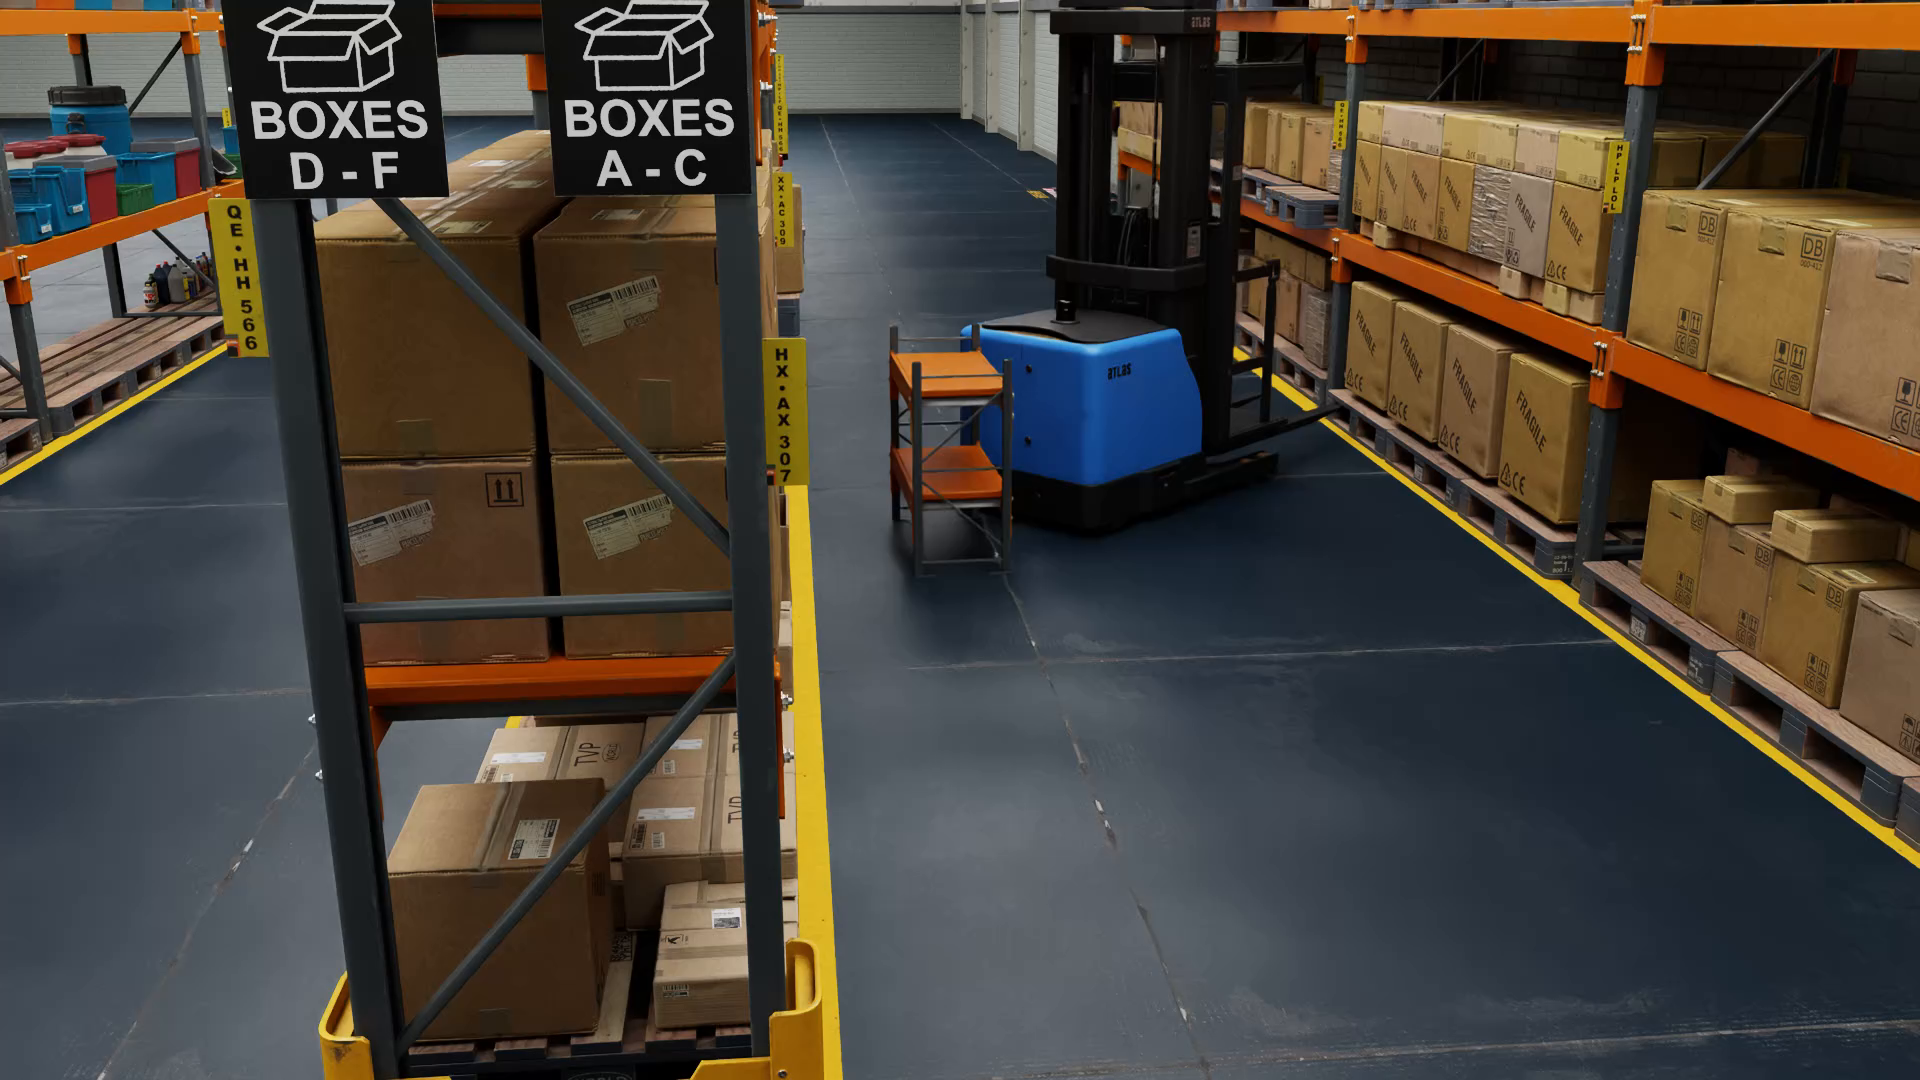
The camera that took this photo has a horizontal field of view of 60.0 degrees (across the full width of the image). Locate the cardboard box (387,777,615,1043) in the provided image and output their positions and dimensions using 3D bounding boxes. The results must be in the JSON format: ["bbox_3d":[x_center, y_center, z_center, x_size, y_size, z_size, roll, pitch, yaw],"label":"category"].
[{"bbox_3d":[-1.221,0.983,4.476,0.500,0.500,0.500,-2,18,-6],"label":"cardboard box"}]

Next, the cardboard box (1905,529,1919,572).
[{"bbox_3d":[3.889,0.056,6.380,0.380,0.149,0.250,-2,18,-7],"label":"cardboard box"}]

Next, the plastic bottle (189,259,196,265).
[{"bbox_3d":[-7.553,-2.626,16.355,0.097,0.271,0.097,0,17,0],"label":"plastic bottle"}]

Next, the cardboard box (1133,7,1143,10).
[{"bbox_3d":[2.163,-5.986,18.028,0.500,0.500,0.500,-1,17,-2],"label":"cardboard box"}]

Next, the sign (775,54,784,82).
[{"bbox_3d":[-2.029,-5.290,18.691,0.100,0.325,0.005,-2,18,-6],"label":"sign"}]

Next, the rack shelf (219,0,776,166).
[{"bbox_3d":[-1.126,-1.529,5.232,1.077,0.370,4.000,-2,18,-6],"label":"rack shelf"}]

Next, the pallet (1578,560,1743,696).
[{"bbox_3d":[3.595,0.368,7.651,1.003,0.211,1.213,-2,18,-6],"label":"pallet"}]

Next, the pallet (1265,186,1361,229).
[{"bbox_3d":[3.003,-2.500,12.453,1.213,0.211,1.003,-2,18,-6],"label":"pallet"}]

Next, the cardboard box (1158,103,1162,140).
[{"bbox_3d":[2.315,-4.300,16.832,0.500,0.500,0.500,-2,18,-7],"label":"cardboard box"}]

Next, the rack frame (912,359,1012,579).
[{"bbox_3d":[0.012,-0.353,8.424,0.500,1.125,0.032,-3,18,-8],"label":"rack frame"}]

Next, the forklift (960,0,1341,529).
[{"bbox_3d":[1.342,-1.826,10.099,1.130,2.935,3.031,15,23,40],"label":"forklift"}]

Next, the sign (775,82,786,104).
[{"bbox_3d":[-1.618,-3.955,14.965,0.100,0.325,0.005,-2,18,-6],"label":"sign"}]

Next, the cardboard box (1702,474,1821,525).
[{"bbox_3d":[3.424,-0.175,7.114,0.380,0.149,0.250,-1,17,-4],"label":"cardboard box"}]

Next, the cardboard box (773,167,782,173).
[{"bbox_3d":[-1.292,-1.636,8.512,0.700,0.500,0.500,1,17,3],"label":"cardboard box"}]

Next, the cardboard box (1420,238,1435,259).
[{"bbox_3d":[3.130,-1.862,10.486,0.380,0.149,0.250,-1,17,-4],"label":"cardboard box"}]

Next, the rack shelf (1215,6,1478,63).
[{"bbox_3d":[2.976,-4.066,13.315,1.077,0.370,4.000,-2,18,-6],"label":"rack shelf"}]

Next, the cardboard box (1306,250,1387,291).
[{"bbox_3d":[3.060,-2.142,13.180,0.500,0.250,0.500,-1,17,-5],"label":"cardboard box"}]

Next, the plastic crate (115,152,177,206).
[{"bbox_3d":[-6.661,-2.942,13.566,0.392,0.384,0.575,-2,18,-6],"label":"plastic crate"}]

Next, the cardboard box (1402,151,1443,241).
[{"bbox_3d":[3.073,-2.125,10.241,0.500,0.500,0.500,-2,18,-6],"label":"cardboard box"}]

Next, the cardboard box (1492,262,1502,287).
[{"bbox_3d":[3.202,-1.477,9.261,0.380,0.149,0.250,-2,18,-6],"label":"cardboard box"}]

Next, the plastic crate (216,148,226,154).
[{"bbox_3d":[-7.725,-4.058,17.534,0.298,0.136,0.250,-2,18,-6],"label":"plastic crate"}]

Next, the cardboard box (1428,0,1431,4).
[{"bbox_3d":[3.337,-4.093,11.997,0.500,0.500,0.500,-2,18,-6],"label":"cardboard box"}]

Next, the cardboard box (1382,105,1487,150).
[{"bbox_3d":[3.029,-2.636,10.618,0.500,0.250,0.500,-2,18,-6],"label":"cardboard box"}]

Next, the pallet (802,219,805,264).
[{"bbox_3d":[-1.605,-1.937,10.660,1.213,0.211,1.003,-2,18,-6],"label":"pallet"}]

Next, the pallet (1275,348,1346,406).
[{"bbox_3d":[3.103,-1.285,12.918,1.003,0.211,1.213,-2,18,-6],"label":"pallet"}]

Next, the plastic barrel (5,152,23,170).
[{"bbox_3d":[-7.034,-2.555,12.122,0.421,0.512,0.421,0,17,0],"label":"plastic barrel"}]

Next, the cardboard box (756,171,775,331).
[{"bbox_3d":[-0.811,-0.815,4.929,0.500,0.500,0.500,-2,17,-5],"label":"cardboard box"}]

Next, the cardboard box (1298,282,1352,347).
[{"bbox_3d":[3.119,-1.770,13.246,0.700,0.500,0.500,-2,18,-6],"label":"cardboard box"}]

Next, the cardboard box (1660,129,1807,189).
[{"bbox_3d":[3.807,-1.893,8.250,0.500,0.250,0.500,-1,17,-4],"label":"cardboard box"}]

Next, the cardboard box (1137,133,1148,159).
[{"bbox_3d":[2.206,-4.243,17.900,0.500,0.250,0.500,-2,18,-7],"label":"cardboard box"}]

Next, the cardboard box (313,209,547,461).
[{"bbox_3d":[-1.239,-0.494,3.906,0.500,0.500,0.500,-2,18,-6],"label":"cardboard box"}]

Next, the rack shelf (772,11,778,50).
[{"bbox_3d":[-1.951,-3.912,12.824,1.077,0.370,4.000,-2,18,-6],"label":"rack shelf"}]

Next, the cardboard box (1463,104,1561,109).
[{"bbox_3d":[3.537,-2.658,10.687,0.500,0.250,0.500,-2,18,-7],"label":"cardboard box"}]

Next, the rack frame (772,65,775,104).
[{"bbox_3d":[-2.157,-3.420,15.064,1.000,3.000,0.127,-2,18,-6],"label":"rack frame"}]

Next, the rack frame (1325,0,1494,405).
[{"bbox_3d":[3.182,-2.383,11.759,1.000,3.000,0.127,-2,18,-6],"label":"rack frame"}]

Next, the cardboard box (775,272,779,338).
[{"bbox_3d":[-0.971,-0.790,6.519,0.500,0.500,0.500,-1,17,-4],"label":"cardboard box"}]

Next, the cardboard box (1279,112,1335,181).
[{"bbox_3d":[2.973,-3.151,13.303,0.700,0.500,0.500,-2,18,-6],"label":"cardboard box"}]

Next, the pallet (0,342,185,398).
[{"bbox_3d":[-6.836,-1.341,13.096,1.003,0.211,1.213,-2,18,-6],"label":"pallet"}]

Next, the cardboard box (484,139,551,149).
[{"bbox_3d":[-1.510,-1.259,6.343,0.500,0.500,0.500,-2,18,-7],"label":"cardboard box"}]

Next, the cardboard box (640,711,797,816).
[{"bbox_3d":[-0.797,0.788,5.515,0.500,0.250,0.500,-2,18,-6],"label":"cardboard box"}]

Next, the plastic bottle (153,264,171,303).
[{"bbox_3d":[-7.438,-2.397,15.493,0.144,0.351,0.185,-2,18,-7],"label":"plastic bottle"}]

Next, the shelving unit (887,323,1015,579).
[{"bbox_3d":[-0.064,-0.504,8.904,0.538,1.125,1.048,-3,18,-8],"label":"shelving unit"}]

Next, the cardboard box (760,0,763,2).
[{"bbox_3d":[-0.869,-1.813,5.185,0.500,0.250,0.500,-2,18,-6],"label":"cardboard box"}]

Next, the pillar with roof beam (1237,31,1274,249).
[{"bbox_3d":[-0.992,-7.314,17.449,9.100,9.000,0.400,-2,18,-6],"label":"pillar with roof beam"}]

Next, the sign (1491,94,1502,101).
[{"bbox_3d":[3.734,-2.953,11.643,0.100,0.325,0.005,-2,18,-6],"label":"sign"}]

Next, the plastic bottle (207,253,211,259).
[{"bbox_3d":[-7.620,-2.818,16.967,0.097,0.271,0.097,0,17,0],"label":"plastic bottle"}]

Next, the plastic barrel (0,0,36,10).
[{"bbox_3d":[-6.541,-3.998,11.060,0.600,0.901,0.600,0,17,0],"label":"plastic barrel"}]

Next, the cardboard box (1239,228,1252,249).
[{"bbox_3d":[2.623,-2.900,16.844,0.500,0.500,0.500,-3,18,-10],"label":"cardboard box"}]

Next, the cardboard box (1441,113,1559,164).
[{"bbox_3d":[3.143,-2.336,9.660,0.500,0.250,0.500,-2,18,-7],"label":"cardboard box"}]

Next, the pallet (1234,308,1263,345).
[{"bbox_3d":[2.851,-2.012,15.234,1.003,0.211,1.213,-2,18,-6],"label":"pallet"}]

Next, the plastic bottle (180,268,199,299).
[{"bbox_3d":[-7.313,-2.431,15.725,0.152,0.276,0.135,-2,18,-6],"label":"plastic bottle"}]

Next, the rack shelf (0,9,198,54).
[{"bbox_3d":[-6.878,-3.760,12.340,1.077,0.370,4.000,-2,18,-6],"label":"rack shelf"}]
